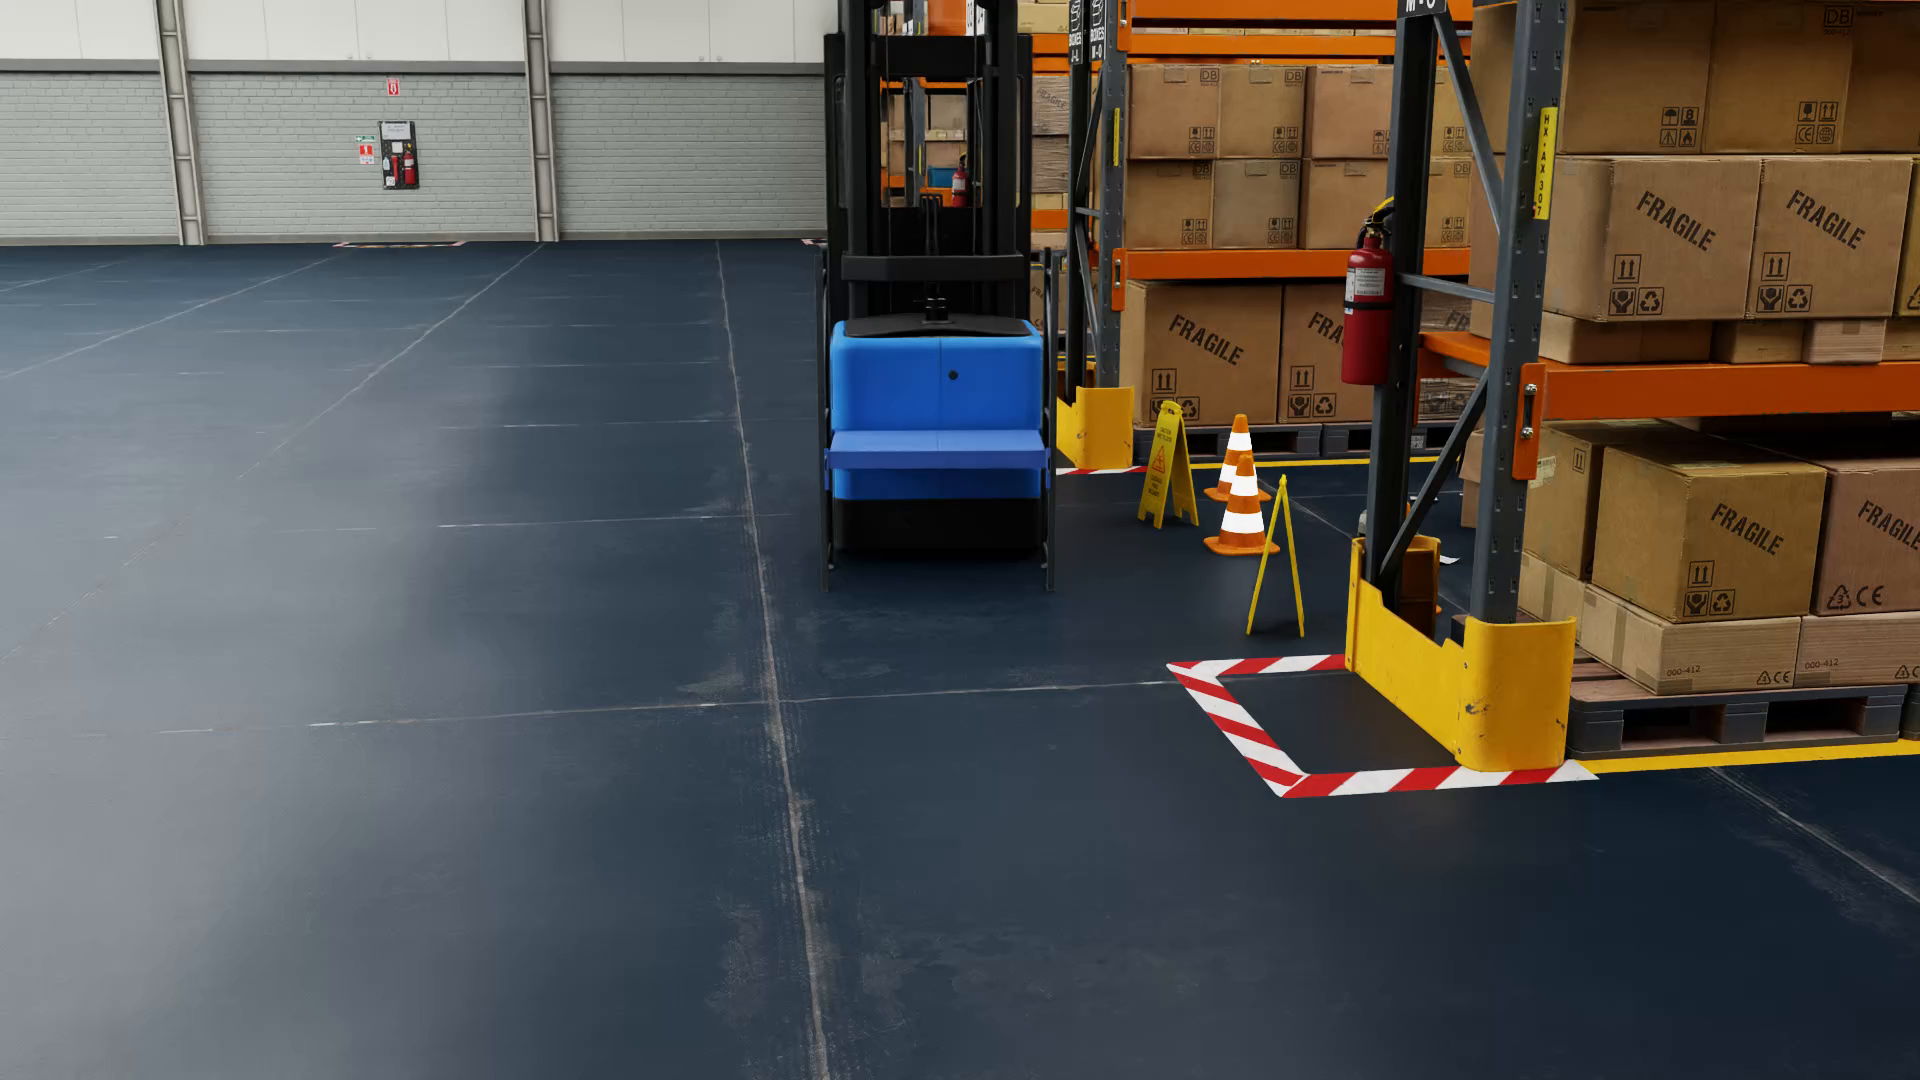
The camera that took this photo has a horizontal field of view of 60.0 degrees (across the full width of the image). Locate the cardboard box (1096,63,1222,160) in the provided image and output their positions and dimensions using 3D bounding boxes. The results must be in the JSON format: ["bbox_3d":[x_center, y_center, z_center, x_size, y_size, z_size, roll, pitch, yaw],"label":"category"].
[{"bbox_3d":[1.208,-2.628,10.215,0.550,0.550,0.875,-2,14,-8],"label":"cardboard box"}]

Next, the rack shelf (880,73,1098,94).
[{"bbox_3d":[0.702,-6.785,24.634,4.000,0.370,1.077,-2,14,-8],"label":"rack shelf"}]

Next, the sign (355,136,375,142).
[{"bbox_3d":[-10.393,-7.011,29.059,0.331,0.109,0.001,-2,14,-8],"label":"sign"}]

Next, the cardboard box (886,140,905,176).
[{"bbox_3d":[-0.813,-5.669,24.665,0.500,0.500,0.700,-2,14,-8],"label":"cardboard box"}]

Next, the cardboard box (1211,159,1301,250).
[{"bbox_3d":[1.736,-2.149,10.528,0.550,0.550,0.875,-2,14,-8],"label":"cardboard box"}]

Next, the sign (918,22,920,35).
[{"bbox_3d":[-0.464,-5.742,18.977,0.005,0.325,0.100,-2,14,-8],"label":"sign"}]

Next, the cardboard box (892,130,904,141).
[{"bbox_3d":[-0.856,-5.932,24.381,0.250,0.149,0.380,-2,14,-9],"label":"cardboard box"}]

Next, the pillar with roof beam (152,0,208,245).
[{"bbox_3d":[-12.679,-8.471,23.711,0.400,9.000,9.100,-2,14,-8],"label":"pillar with roof beam"}]

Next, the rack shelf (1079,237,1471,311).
[{"bbox_3d":[2.813,-1.751,10.725,4.000,0.370,1.077,-2,14,-8],"label":"rack shelf"}]

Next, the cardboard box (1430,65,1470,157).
[{"bbox_3d":[2.817,-2.708,10.535,0.500,0.550,0.875,-2,14,-8],"label":"cardboard box"}]

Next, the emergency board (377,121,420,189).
[{"bbox_3d":[-9.837,-6.734,29.116,0.643,1.169,0.194,-2,14,-8],"label":"emergency board"}]

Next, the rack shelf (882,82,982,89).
[{"bbox_3d":[-0.040,-7.977,29.385,4.000,0.370,1.077,-2,14,-8],"label":"rack shelf"}]

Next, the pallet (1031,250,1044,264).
[{"bbox_3d":[0.678,-4.336,25.285,1.213,0.211,1.003,-2,14,-8],"label":"pallet"}]

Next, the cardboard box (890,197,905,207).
[{"bbox_3d":[-0.790,-4.932,25.177,0.500,0.500,0.500,-2,14,-8],"label":"cardboard box"}]

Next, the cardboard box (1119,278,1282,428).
[{"bbox_3d":[1.496,-1.241,10.717,0.875,0.875,0.875,-2,14,-8],"label":"cardboard box"}]

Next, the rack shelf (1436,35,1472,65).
[{"bbox_3d":[6.129,-4.547,15.710,4.000,0.370,1.077,-2,14,-8],"label":"rack shelf"}]

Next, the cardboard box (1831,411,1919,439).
[{"bbox_3d":[3.441,-0.202,6.318,0.500,0.500,0.500,-2,14,-10],"label":"cardboard box"}]

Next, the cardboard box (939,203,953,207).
[{"bbox_3d":[-0.219,-4.825,24.753,0.500,0.500,0.500,-2,14,-8],"label":"cardboard box"}]

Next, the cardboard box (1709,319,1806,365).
[{"bbox_3d":[2.561,-0.683,5.507,0.250,0.149,0.380,-3,14,-10],"label":"cardboard box"}]

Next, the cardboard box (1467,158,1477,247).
[{"bbox_3d":[3.335,-2.212,10.777,0.550,0.550,0.875,-2,14,-8],"label":"cardboard box"}]

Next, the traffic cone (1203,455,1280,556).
[{"bbox_3d":[1.404,-0.190,8.239,0.334,0.463,0.336,-2,14,-8],"label":"traffic cone"}]

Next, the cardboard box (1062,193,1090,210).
[{"bbox_3d":[1.013,-3.065,15.003,0.250,0.149,0.380,-2,14,-8],"label":"cardboard box"}]

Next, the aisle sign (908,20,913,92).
[{"bbox_3d":[-0.569,-5.603,19.263,0.004,0.787,0.394,-2,14,-8],"label":"aisle sign"}]

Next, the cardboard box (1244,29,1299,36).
[{"bbox_3d":[2.718,-4.635,14.891,0.500,0.250,0.500,-2,14,-9],"label":"cardboard box"}]

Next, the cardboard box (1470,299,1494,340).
[{"bbox_3d":[2.010,-0.783,5.905,0.250,0.149,0.380,-2,14,-6],"label":"cardboard box"}]

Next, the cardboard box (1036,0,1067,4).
[{"bbox_3d":[0.774,-4.740,14.488,0.250,0.149,0.380,-2,14,-7],"label":"cardboard box"}]

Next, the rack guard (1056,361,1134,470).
[{"bbox_3d":[0.811,-0.814,10.649,0.348,0.500,1.175,-2,14,-8],"label":"rack guard"}]

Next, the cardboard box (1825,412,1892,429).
[{"bbox_3d":[3.289,-0.527,6.281,0.250,0.149,0.380,-1,14,-6],"label":"cardboard box"}]

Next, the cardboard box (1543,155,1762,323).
[{"bbox_3d":[2.182,-0.983,5.369,0.500,0.500,0.500,-2,14,-9],"label":"cardboard box"}]

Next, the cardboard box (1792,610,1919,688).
[{"bbox_3d":[3.017,0.311,5.816,0.500,0.250,0.500,-2,14,-6],"label":"cardboard box"}]

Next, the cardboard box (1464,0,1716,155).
[{"bbox_3d":[2.145,-1.589,5.728,0.500,0.500,0.700,-2,14,-10],"label":"cardboard box"}]

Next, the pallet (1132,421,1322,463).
[{"bbox_3d":[1.614,-0.722,10.878,1.213,0.211,1.003,-2,14,-8],"label":"pallet"}]

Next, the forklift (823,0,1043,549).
[{"bbox_3d":[-0.180,-1.681,9.108,1.130,2.935,3.031,-1,14,-3],"label":"forklift"}]

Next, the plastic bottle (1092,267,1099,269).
[{"bbox_3d":[1.636,-3.308,20.162,0.097,0.271,0.097,0,14,0],"label":"plastic bottle"}]

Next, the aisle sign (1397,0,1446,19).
[{"bbox_3d":[1.568,-2.169,5.568,0.004,0.787,0.394,-2,14,-8],"label":"aisle sign"}]

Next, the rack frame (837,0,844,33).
[{"bbox_3d":[-2.018,-9.708,28.643,0.127,3.000,1.000,-2,14,-8],"label":"rack frame"}]

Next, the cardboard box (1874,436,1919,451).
[{"bbox_3d":[3.548,-0.074,5.807,0.500,0.500,0.500,-2,14,-7],"label":"cardboard box"}]

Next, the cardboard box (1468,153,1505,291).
[{"bbox_3d":[2.168,-1.119,5.909,0.500,0.500,0.500,-2,14,-9],"label":"cardboard box"}]

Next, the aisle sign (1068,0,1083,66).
[{"bbox_3d":[0.720,-3.358,10.310,0.004,0.787,0.394,-2,14,-8],"label":"aisle sign"}]

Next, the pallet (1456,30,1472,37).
[{"bbox_3d":[4.778,-4.729,15.343,1.003,0.211,1.213,-2,14,-8],"label":"pallet"}]

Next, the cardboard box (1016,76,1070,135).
[{"bbox_3d":[0.780,-3.856,14.768,0.500,0.500,0.500,-2,14,-8],"label":"cardboard box"}]

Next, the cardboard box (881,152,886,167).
[{"bbox_3d":[-1.488,-6.677,29.155,0.500,0.250,0.500,-3,14,-10],"label":"cardboard box"}]

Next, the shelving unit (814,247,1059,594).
[{"bbox_3d":[-0.104,-0.551,7.543,1.048,1.500,0.538,0,14,-1],"label":"shelving unit"}]

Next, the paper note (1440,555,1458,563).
[{"bbox_3d":[2.311,0.087,8.022,0.142,0.019,0.148,-8,16,-28],"label":"paper note"}]

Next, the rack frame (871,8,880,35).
[{"bbox_3d":[-1.276,-8.517,23.892,0.127,3.000,1.000,-2,14,-8],"label":"rack frame"}]

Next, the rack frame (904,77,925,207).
[{"bbox_3d":[-0.542,-4.415,19.871,0.127,3.000,1.000,-2,14,-8],"label":"rack frame"}]

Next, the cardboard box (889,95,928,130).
[{"bbox_3d":[-0.760,-6.300,24.515,0.500,0.500,0.700,-2,14,-8],"label":"cardboard box"}]

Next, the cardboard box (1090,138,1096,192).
[{"bbox_3d":[1.221,-3.477,15.312,0.500,0.500,0.875,-2,14,-8],"label":"cardboard box"}]

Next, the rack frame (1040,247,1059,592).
[{"bbox_3d":[0.404,-0.553,7.554,0.032,1.500,0.500,0,14,-1],"label":"rack frame"}]

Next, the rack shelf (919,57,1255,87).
[{"bbox_3d":[1.436,-5.594,19.882,4.000,0.370,1.077,-2,14,-8],"label":"rack shelf"}]

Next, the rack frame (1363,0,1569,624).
[{"bbox_3d":[1.672,-0.840,5.615,0.127,3.000,1.000,-2,14,-8],"label":"rack frame"}]

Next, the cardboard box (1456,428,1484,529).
[{"bbox_3d":[3.032,-0.302,8.601,0.797,0.503,0.637,12,18,40],"label":"cardboard box"}]

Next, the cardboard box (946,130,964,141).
[{"bbox_3d":[-0.099,-5.960,24.491,0.250,0.149,0.380,-2,14,-9],"label":"cardboard box"}]
